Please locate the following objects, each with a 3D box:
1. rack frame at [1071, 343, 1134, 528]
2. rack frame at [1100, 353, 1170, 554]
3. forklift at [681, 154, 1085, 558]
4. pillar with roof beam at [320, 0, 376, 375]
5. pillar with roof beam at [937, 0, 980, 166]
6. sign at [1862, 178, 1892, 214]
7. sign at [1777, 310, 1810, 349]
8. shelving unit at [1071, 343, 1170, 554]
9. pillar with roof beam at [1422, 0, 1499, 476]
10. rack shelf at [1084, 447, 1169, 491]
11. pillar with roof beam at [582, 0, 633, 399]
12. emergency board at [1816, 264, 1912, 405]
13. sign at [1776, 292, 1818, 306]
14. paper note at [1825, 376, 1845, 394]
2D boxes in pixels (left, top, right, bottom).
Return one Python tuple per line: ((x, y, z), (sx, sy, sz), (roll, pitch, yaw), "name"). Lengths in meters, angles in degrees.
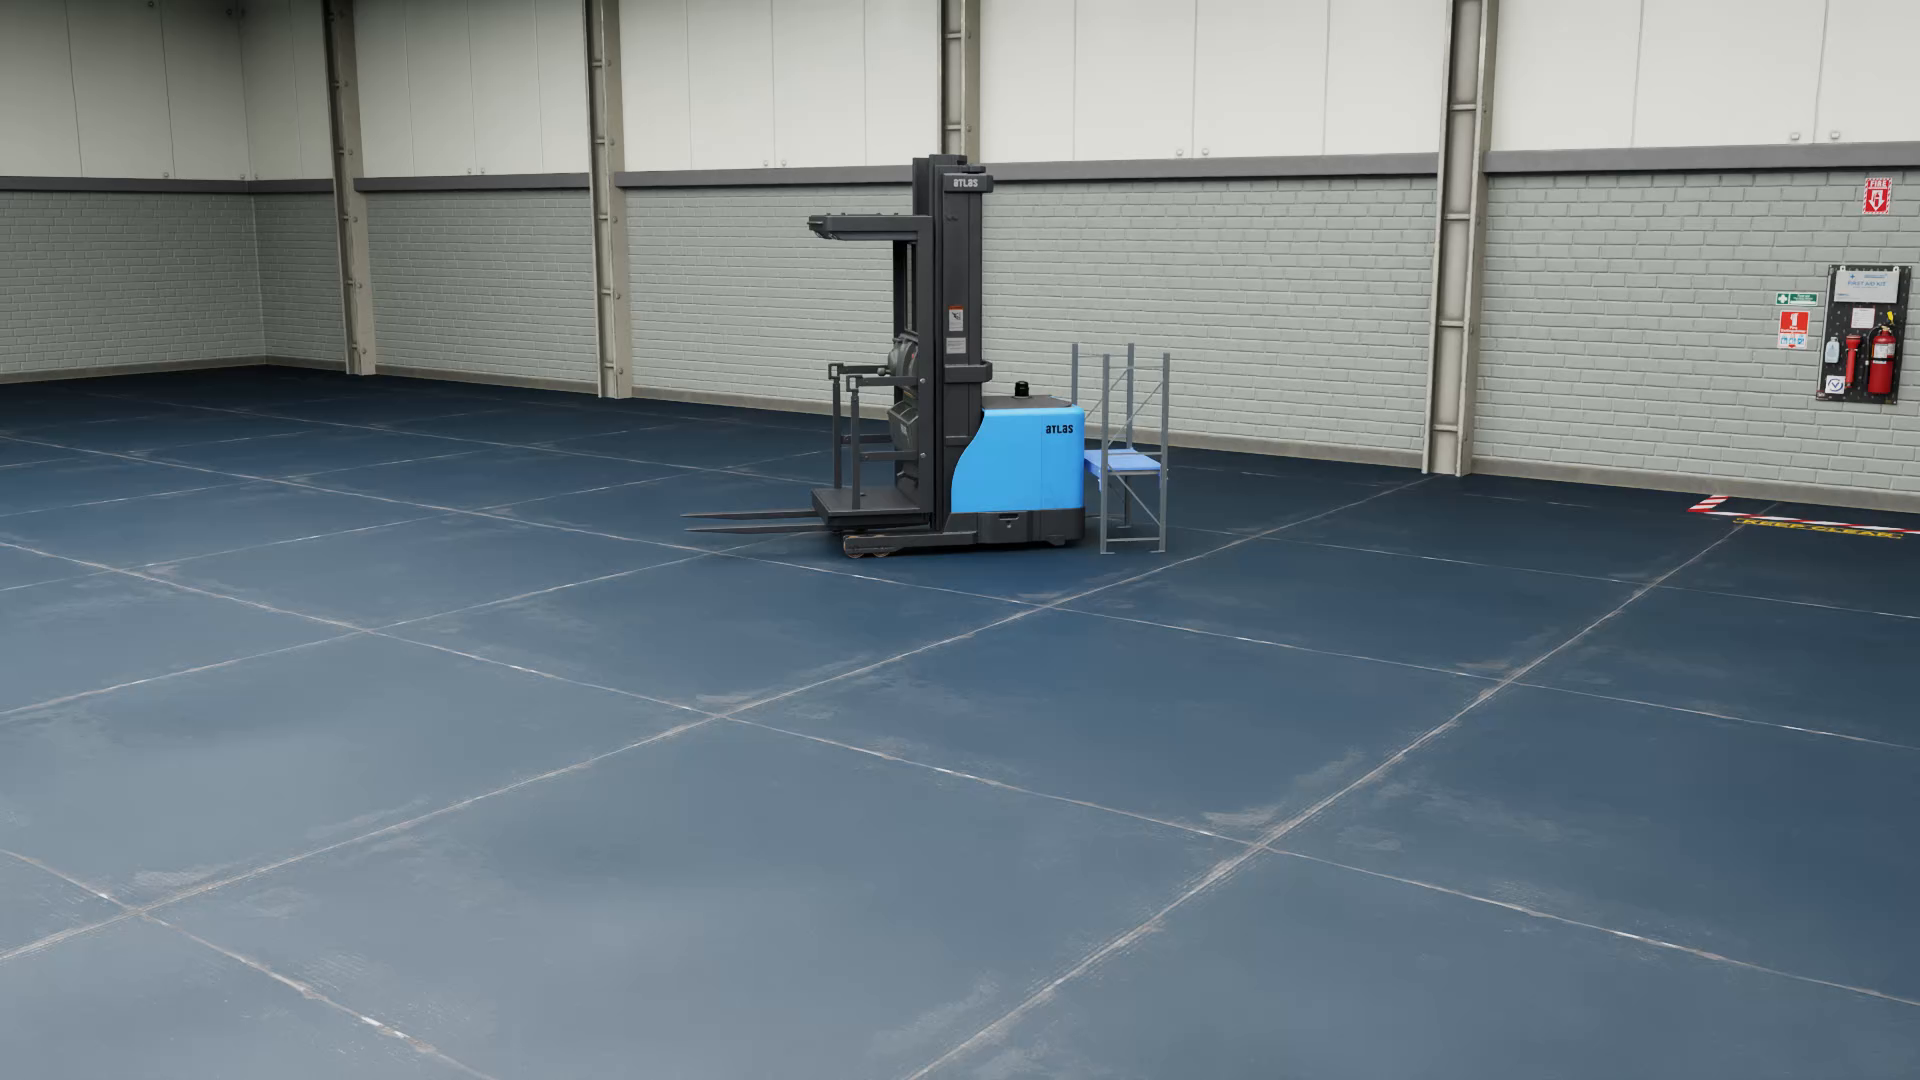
((1.138, -0.829, 13.366), (0.500, 1.500, 0.032), (-2, 11, -9), "rack frame")
((1.299, -0.638, 12.380), (0.500, 1.500, 0.032), (-2, 11, -9), "rack frame")
((-0.612, -1.414, 12.624), (3.031, 2.935, 1.130), (-2, 11, -12), "forklift")
((-12.236, -6.449, 22.674), (0.400, 9.000, 9.100), (8, 13, 36), "pillar with roof beam")
((-2.564, -5.100, 15.700), (0.400, 9.000, 9.100), (8, 13, 36), "pillar with roof beam")
((7.740, -2.903, 14.033), (0.199, 0.298, 0.001), (8, 13, 36), "sign")
((7.303, -1.844, 14.569), (0.234, 0.329, 0.001), (8, 13, 36), "sign")
((1.219, -0.734, 12.873), (0.538, 1.500, 1.048), (-2, 11, -9), "shelving unit")
((2.272, -4.426, 12.213), (0.400, 9.000, 9.100), (8, 13, 36), "pillar with roof beam")
((1.219, -0.557, 12.907), (0.538, 0.185, 1.000), (-2, 11, -9), "rack shelf")
((-7.400, -5.775, 19.187), (0.400, 9.000, 9.100), (8, 13, 36), "pillar with roof beam")
((7.687, -1.748, 14.169), (0.643, 1.169, 0.194), (8, 13, 36), "emergency board")
((7.301, -2.102, 14.509), (0.331, 0.109, 0.001), (8, 13, 36), "sign")
((7.585, -1.346, 14.411), (0.142, 0.148, 0.016), (8, 13, 36), "paper note")
